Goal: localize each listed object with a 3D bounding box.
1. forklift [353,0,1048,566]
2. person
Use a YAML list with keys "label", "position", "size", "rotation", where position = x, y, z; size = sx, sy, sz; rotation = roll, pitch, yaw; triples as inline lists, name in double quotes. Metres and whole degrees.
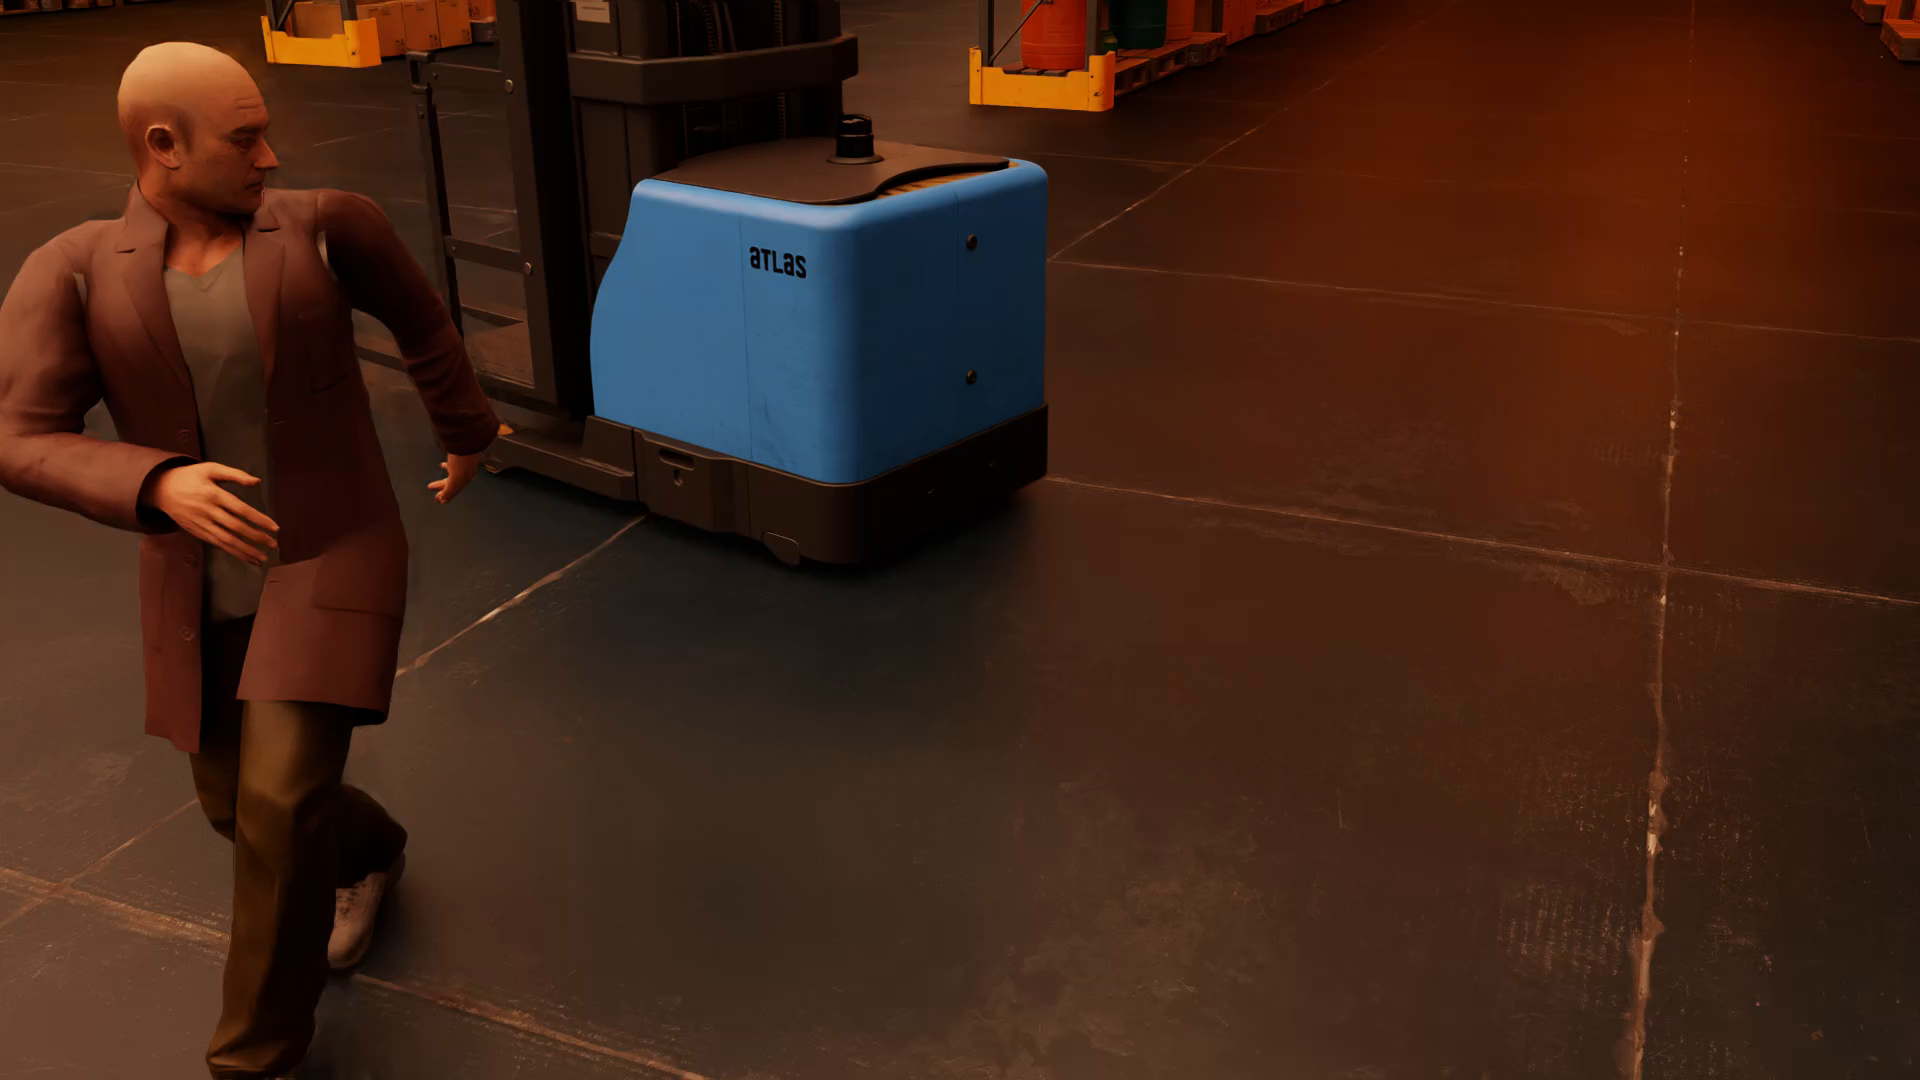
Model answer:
- label: "forklift"
  position: [-1.188, -1.719, 5.405]
  size: [3.031, 2.935, 1.130]
  rotation: [17, 28, 35]
- label: "person"
  position: [-1.155, 0.074, 2.761]
  size: [0.613, 1.731, 1.009]
  rotation: [-1, 23, -2]
